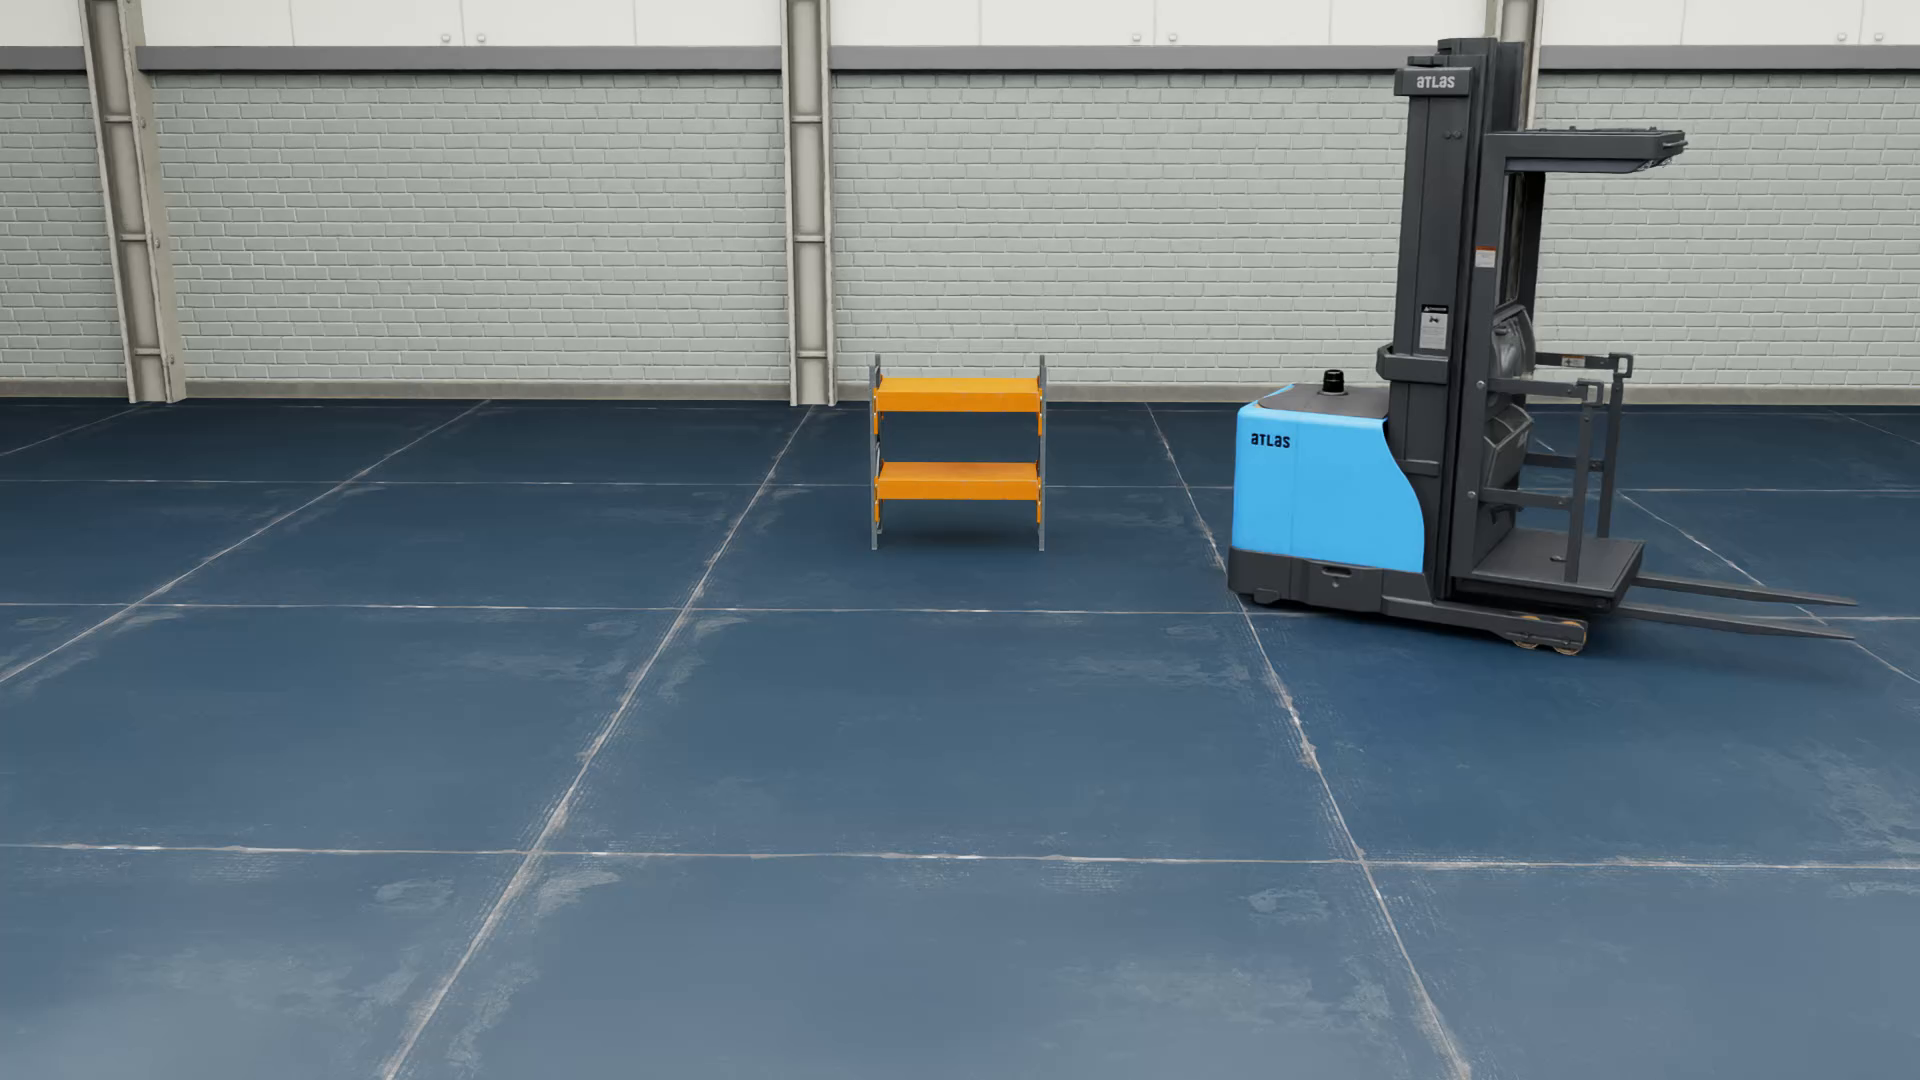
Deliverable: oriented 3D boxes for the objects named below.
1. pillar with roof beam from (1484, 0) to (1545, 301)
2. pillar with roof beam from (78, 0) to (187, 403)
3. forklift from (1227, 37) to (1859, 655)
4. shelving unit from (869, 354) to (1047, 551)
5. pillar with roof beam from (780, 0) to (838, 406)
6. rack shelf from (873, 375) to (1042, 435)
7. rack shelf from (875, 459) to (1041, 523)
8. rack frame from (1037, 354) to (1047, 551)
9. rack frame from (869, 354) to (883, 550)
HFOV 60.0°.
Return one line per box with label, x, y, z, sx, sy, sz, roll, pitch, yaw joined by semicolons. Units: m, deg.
pillar with roof beam;4.570;-4.454;9.584;0.400;9.000;9.100;0;15;1
pillar with roof beam;-7.426;-4.533;9.880;0.400;9.000;9.100;0;15;1
forklift;3.000;-1.006;8.407;3.031;2.935;1.130;8;17;28
shelving unit;-0.007;-0.544;10.197;1.048;1.125;0.538;0;15;1
pillar with roof beam;-1.428;-4.494;9.732;0.400;9.000;9.100;0;15;1
rack shelf;-0.007;-0.827;10.122;1.000;0.278;0.538;0;15;1
rack shelf;-0.007;-0.308;10.259;1.000;0.278;0.538;0;15;1
rack frame;0.501;-0.541;10.184;0.032;1.125;0.500;0;15;1
rack frame;-0.515;-0.547;10.209;0.032;1.125;0.500;0;15;1
